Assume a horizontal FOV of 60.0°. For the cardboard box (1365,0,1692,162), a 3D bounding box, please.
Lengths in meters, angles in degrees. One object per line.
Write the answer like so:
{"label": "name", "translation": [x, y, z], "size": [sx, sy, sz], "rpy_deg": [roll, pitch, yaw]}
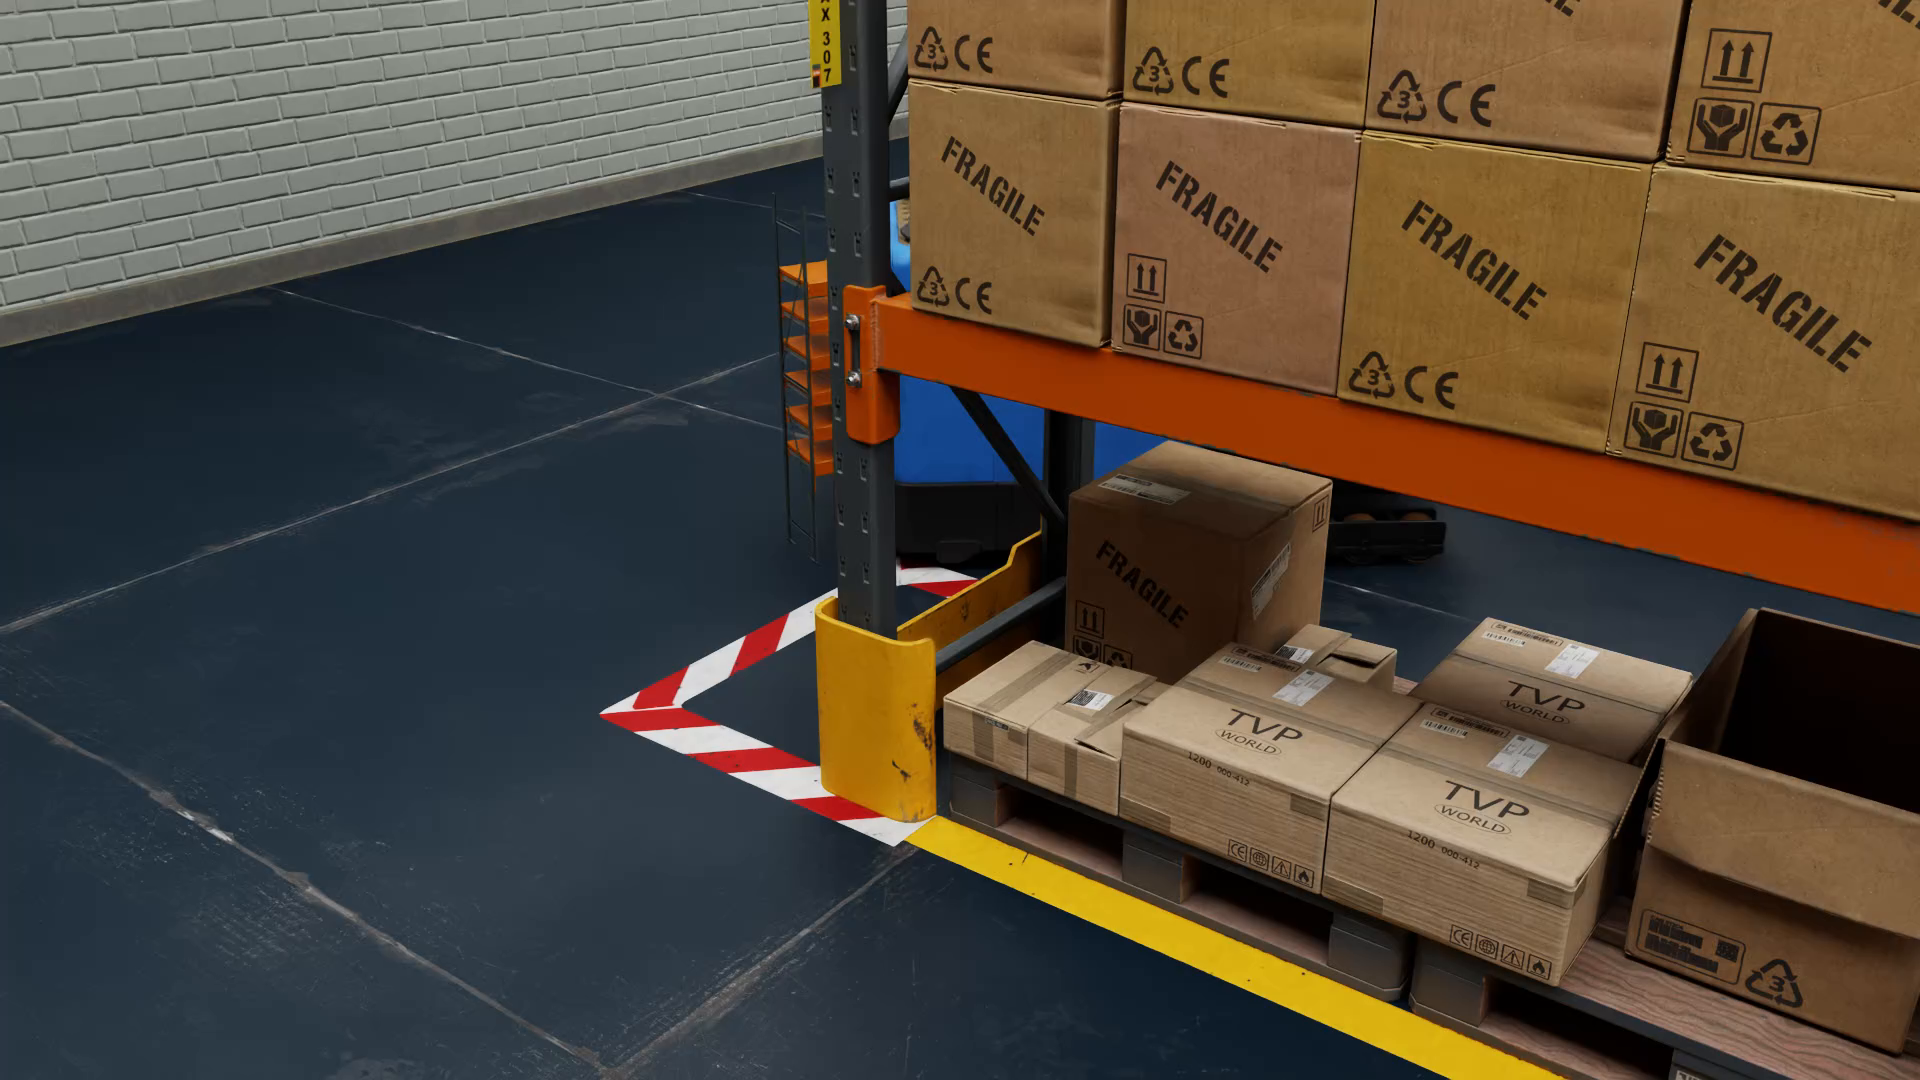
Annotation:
{"label": "cardboard box", "translation": [1.058, -0.969, 2.864], "size": [0.500, 0.500, 0.500], "rpy_deg": [17, 29, 34]}

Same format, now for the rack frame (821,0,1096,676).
{"label": "rack frame", "translation": [0.041, -0.904, 4.082], "size": [0.127, 3.000, 1.000], "rpy_deg": [17, 29, 33]}

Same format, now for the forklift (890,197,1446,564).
{"label": "forklift", "translation": [1.226, -1.474, 5.459], "size": [3.031, 2.935, 1.130], "rpy_deg": [-1, 24, -3]}

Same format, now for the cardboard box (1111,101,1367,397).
{"label": "cardboard box", "translation": [0.654, -0.635, 3.346], "size": [0.500, 0.500, 0.500], "rpy_deg": [16, 29, 33]}

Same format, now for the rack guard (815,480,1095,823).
{"label": "rack guard", "translation": [0.102, 0.258, 4.545], "size": [0.348, 0.500, 1.175], "rpy_deg": [17, 29, 33]}

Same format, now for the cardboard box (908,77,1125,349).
{"label": "cardboard box", "translation": [0.238, -0.758, 3.626], "size": [0.500, 0.500, 0.500], "rpy_deg": [18, 29, 34]}

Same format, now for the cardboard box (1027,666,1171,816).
{"label": "cardboard box", "translation": [0.370, 0.463, 3.946], "size": [0.250, 0.166, 0.380], "rpy_deg": [17, 29, 33]}

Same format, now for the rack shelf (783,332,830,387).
{"label": "rack shelf", "translation": [-0.455, -0.595, 5.426], "size": [0.180, 0.103, 0.258], "rpy_deg": [-13, 27, -26]}

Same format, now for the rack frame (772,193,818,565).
{"label": "rack frame", "translation": [-0.535, -0.508, 5.416], "size": [0.006, 1.200, 0.240], "rpy_deg": [-13, 27, -26]}

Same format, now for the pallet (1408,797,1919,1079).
{"label": "pallet", "translation": [1.712, 0.878, 3.496], "size": [1.213, 0.211, 1.003], "rpy_deg": [17, 29, 33]}

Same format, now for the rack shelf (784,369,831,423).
{"label": "rack shelf", "translation": [-0.455, -0.486, 5.474], "size": [0.180, 0.103, 0.258], "rpy_deg": [-13, 27, -26]}

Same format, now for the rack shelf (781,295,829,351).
{"label": "rack shelf", "translation": [-0.455, -0.705, 5.377], "size": [0.180, 0.103, 0.258], "rpy_deg": [-13, 27, -26]}

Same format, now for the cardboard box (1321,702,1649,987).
{"label": "cardboard box", "translation": [1.106, 0.617, 3.493], "size": [0.500, 0.250, 0.500], "rpy_deg": [17, 29, 33]}

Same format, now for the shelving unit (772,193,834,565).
{"label": "shelving unit", "translation": [-0.455, -0.526, 5.456], "size": [0.189, 1.200, 0.258], "rpy_deg": [-13, 27, -26]}

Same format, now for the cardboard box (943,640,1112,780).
{"label": "cardboard box", "translation": [0.170, 0.411, 4.087], "size": [0.250, 0.149, 0.380], "rpy_deg": [17, 29, 33]}

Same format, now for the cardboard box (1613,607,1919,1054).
{"label": "cardboard box", "translation": [1.735, 0.551, 3.329], "size": [0.637, 0.503, 0.797], "rpy_deg": [17, 29, 33]}

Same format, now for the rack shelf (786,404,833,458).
{"label": "rack shelf", "translation": [-0.455, -0.376, 5.523], "size": [0.180, 0.103, 0.258], "rpy_deg": [-13, 27, -26]}

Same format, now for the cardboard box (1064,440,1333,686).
{"label": "cardboard box", "translation": [0.624, 0.090, 4.380], "size": [0.500, 0.500, 0.500], "rpy_deg": [17, 29, 33]}

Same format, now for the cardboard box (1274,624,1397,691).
{"label": "cardboard box", "translation": [0.894, 0.370, 4.159], "size": [0.250, 0.166, 0.380], "rpy_deg": [17, 29, 33]}

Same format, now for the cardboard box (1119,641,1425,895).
{"label": "cardboard box", "translation": [0.706, 0.497, 3.767], "size": [0.500, 0.250, 0.500], "rpy_deg": [17, 29, 33]}

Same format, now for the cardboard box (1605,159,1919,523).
{"label": "cardboard box", "translation": [1.453, -0.391, 2.793], "size": [0.500, 0.500, 0.500], "rpy_deg": [17, 29, 34]}

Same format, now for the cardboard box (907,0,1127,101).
{"label": "cardboard box", "translation": [0.238, -1.215, 3.424], "size": [0.500, 0.500, 0.500], "rpy_deg": [18, 29, 35]}

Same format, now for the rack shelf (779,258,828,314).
{"label": "rack shelf", "translation": [-0.455, -0.815, 5.329], "size": [0.180, 0.103, 0.258], "rpy_deg": [-13, 27, -26]}

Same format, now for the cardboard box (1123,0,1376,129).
{"label": "cardboard box", "translation": [0.661, -1.091, 3.143], "size": [0.500, 0.500, 0.500], "rpy_deg": [17, 29, 34]}

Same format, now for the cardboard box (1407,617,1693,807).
{"label": "cardboard box", "translation": [1.366, 0.444, 3.887], "size": [0.500, 0.250, 0.500], "rpy_deg": [17, 29, 33]}

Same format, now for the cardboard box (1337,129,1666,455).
{"label": "cardboard box", "translation": [1.054, -0.512, 3.069], "size": [0.500, 0.500, 0.500], "rpy_deg": [17, 29, 33]}

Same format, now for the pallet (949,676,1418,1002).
{"label": "pallet", "translation": [0.740, 0.583, 4.166], "size": [1.213, 0.211, 1.003], "rpy_deg": [17, 29, 33]}

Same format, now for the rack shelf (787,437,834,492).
{"label": "rack shelf", "translation": [-0.455, -0.266, 5.571], "size": [0.180, 0.103, 0.258], "rpy_deg": [-13, 27, -26]}

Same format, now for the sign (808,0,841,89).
{"label": "sign", "translation": [-0.285, -1.125, 3.510], "size": [0.005, 0.325, 0.100], "rpy_deg": [17, 29, 33]}

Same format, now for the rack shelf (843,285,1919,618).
{"label": "rack shelf", "translation": [1.641, -0.092, 3.130], "size": [4.000, 0.370, 1.077], "rpy_deg": [17, 29, 33]}

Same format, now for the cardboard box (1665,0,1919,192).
{"label": "cardboard box", "translation": [1.465, -0.846, 2.586], "size": [0.500, 0.500, 0.500], "rpy_deg": [17, 29, 33]}
